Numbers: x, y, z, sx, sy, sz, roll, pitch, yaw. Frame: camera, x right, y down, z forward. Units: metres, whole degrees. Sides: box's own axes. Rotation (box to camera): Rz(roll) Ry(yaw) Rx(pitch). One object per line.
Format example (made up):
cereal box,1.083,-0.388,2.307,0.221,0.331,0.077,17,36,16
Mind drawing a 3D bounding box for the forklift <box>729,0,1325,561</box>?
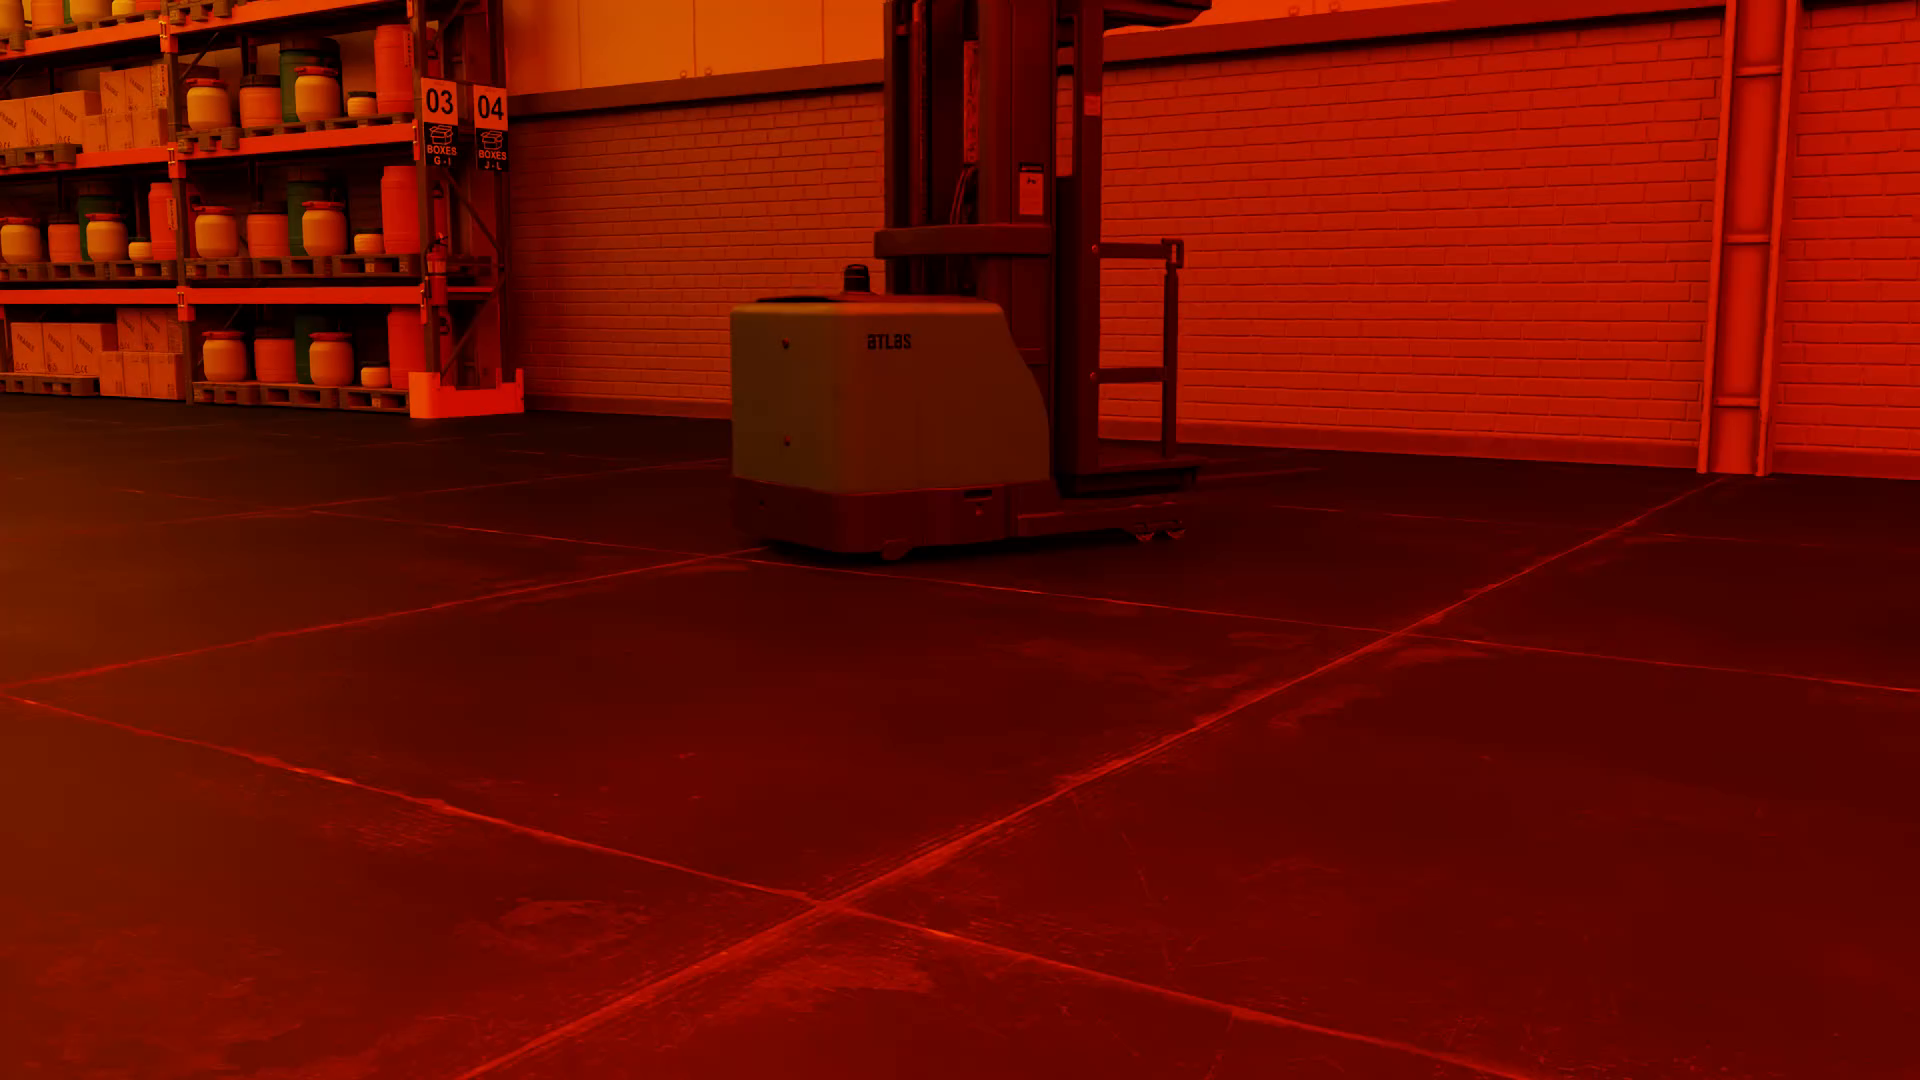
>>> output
forklift,0.460,-1.505,7.773,3.031,2.935,1.130,-6,10,-35
